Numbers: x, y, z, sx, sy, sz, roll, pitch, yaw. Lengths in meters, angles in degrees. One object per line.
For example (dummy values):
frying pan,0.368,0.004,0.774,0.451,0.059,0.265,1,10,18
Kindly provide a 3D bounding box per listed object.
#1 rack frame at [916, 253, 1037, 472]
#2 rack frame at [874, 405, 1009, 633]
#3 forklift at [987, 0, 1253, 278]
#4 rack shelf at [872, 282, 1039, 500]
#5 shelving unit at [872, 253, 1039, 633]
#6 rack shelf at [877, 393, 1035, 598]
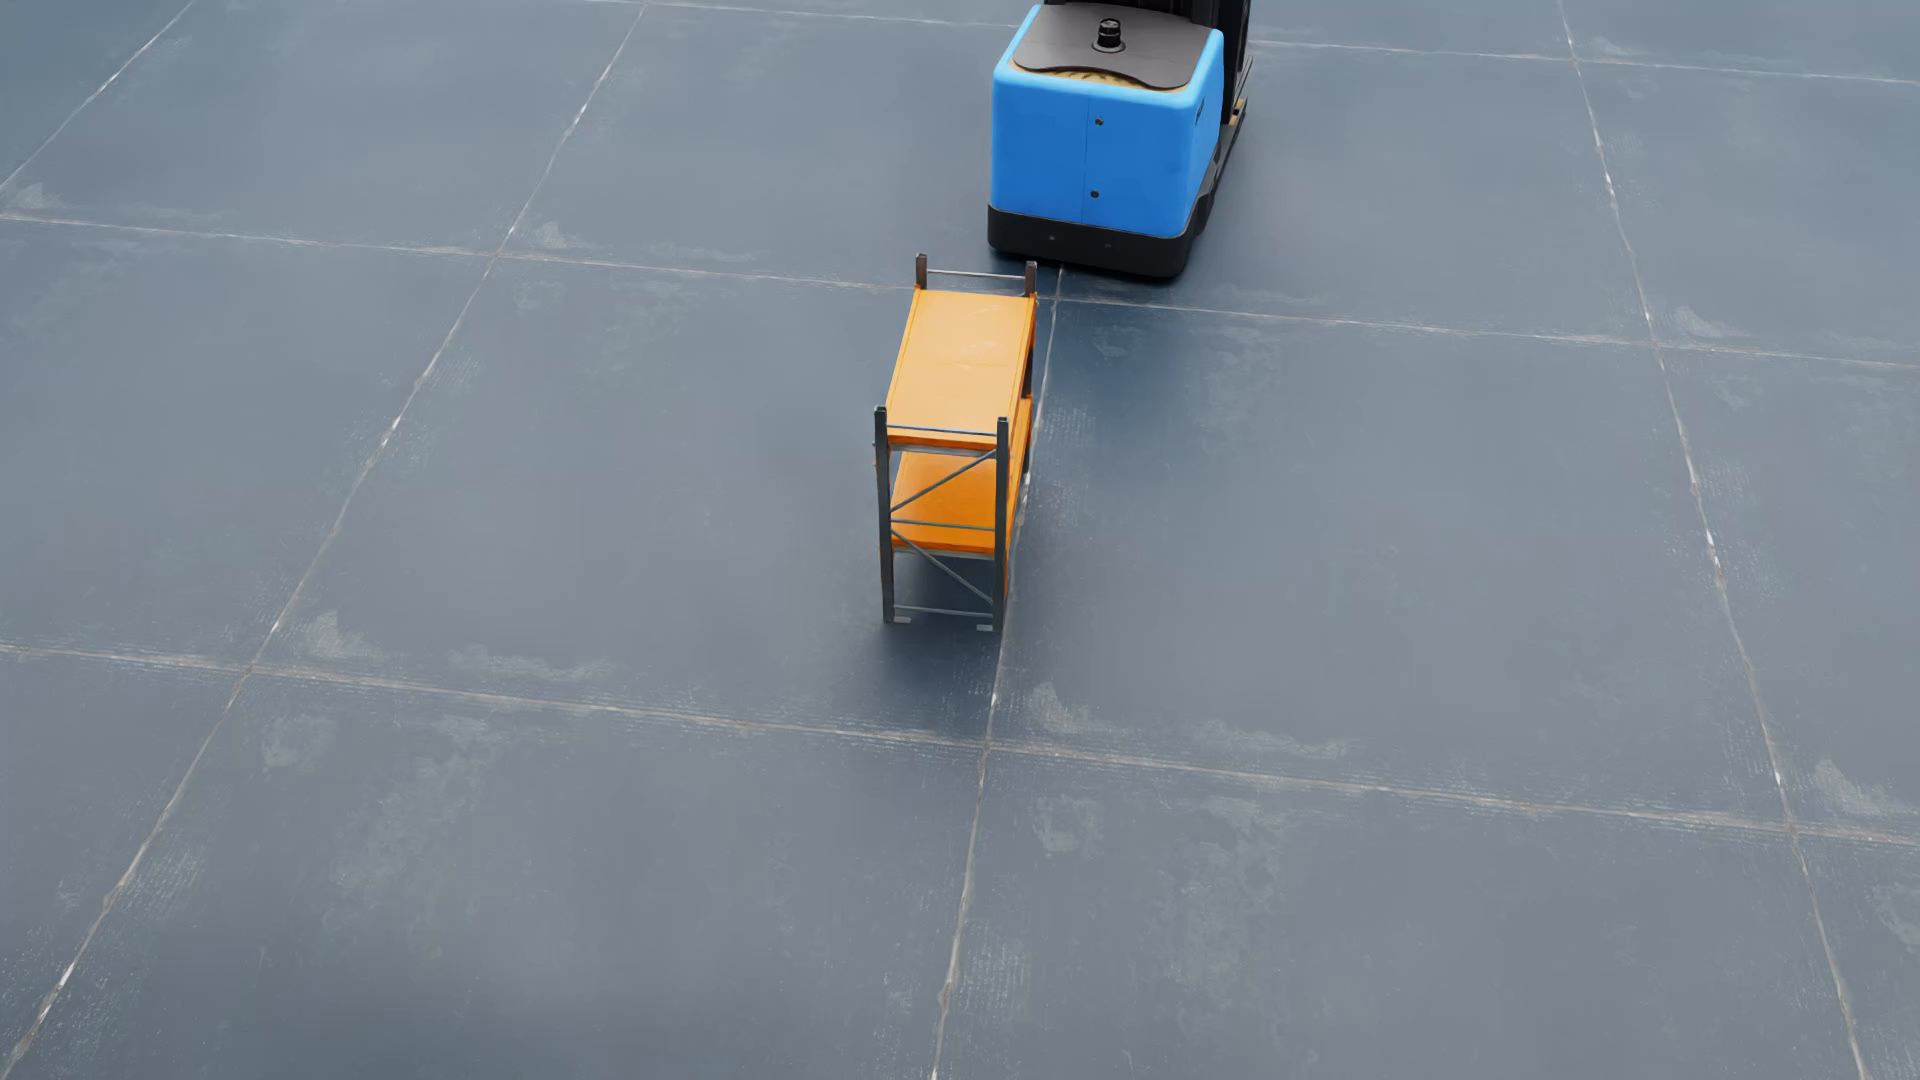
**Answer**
rack frame,0.066,-0.750,7.246,0.500,1.125,0.032,5,44,6
rack frame,-0.068,-0.057,6.515,0.500,1.125,0.032,5,44,6
forklift,1.066,-3.450,8.784,1.130,2.935,3.031,12,45,12
rack shelf,-0.001,-0.616,6.679,0.538,0.278,1.000,5,44,6
shelving unit,-0.001,-0.404,6.881,0.538,1.125,1.048,5,44,6
rack shelf,-0.001,-0.226,7.049,0.538,0.278,1.000,5,44,6
